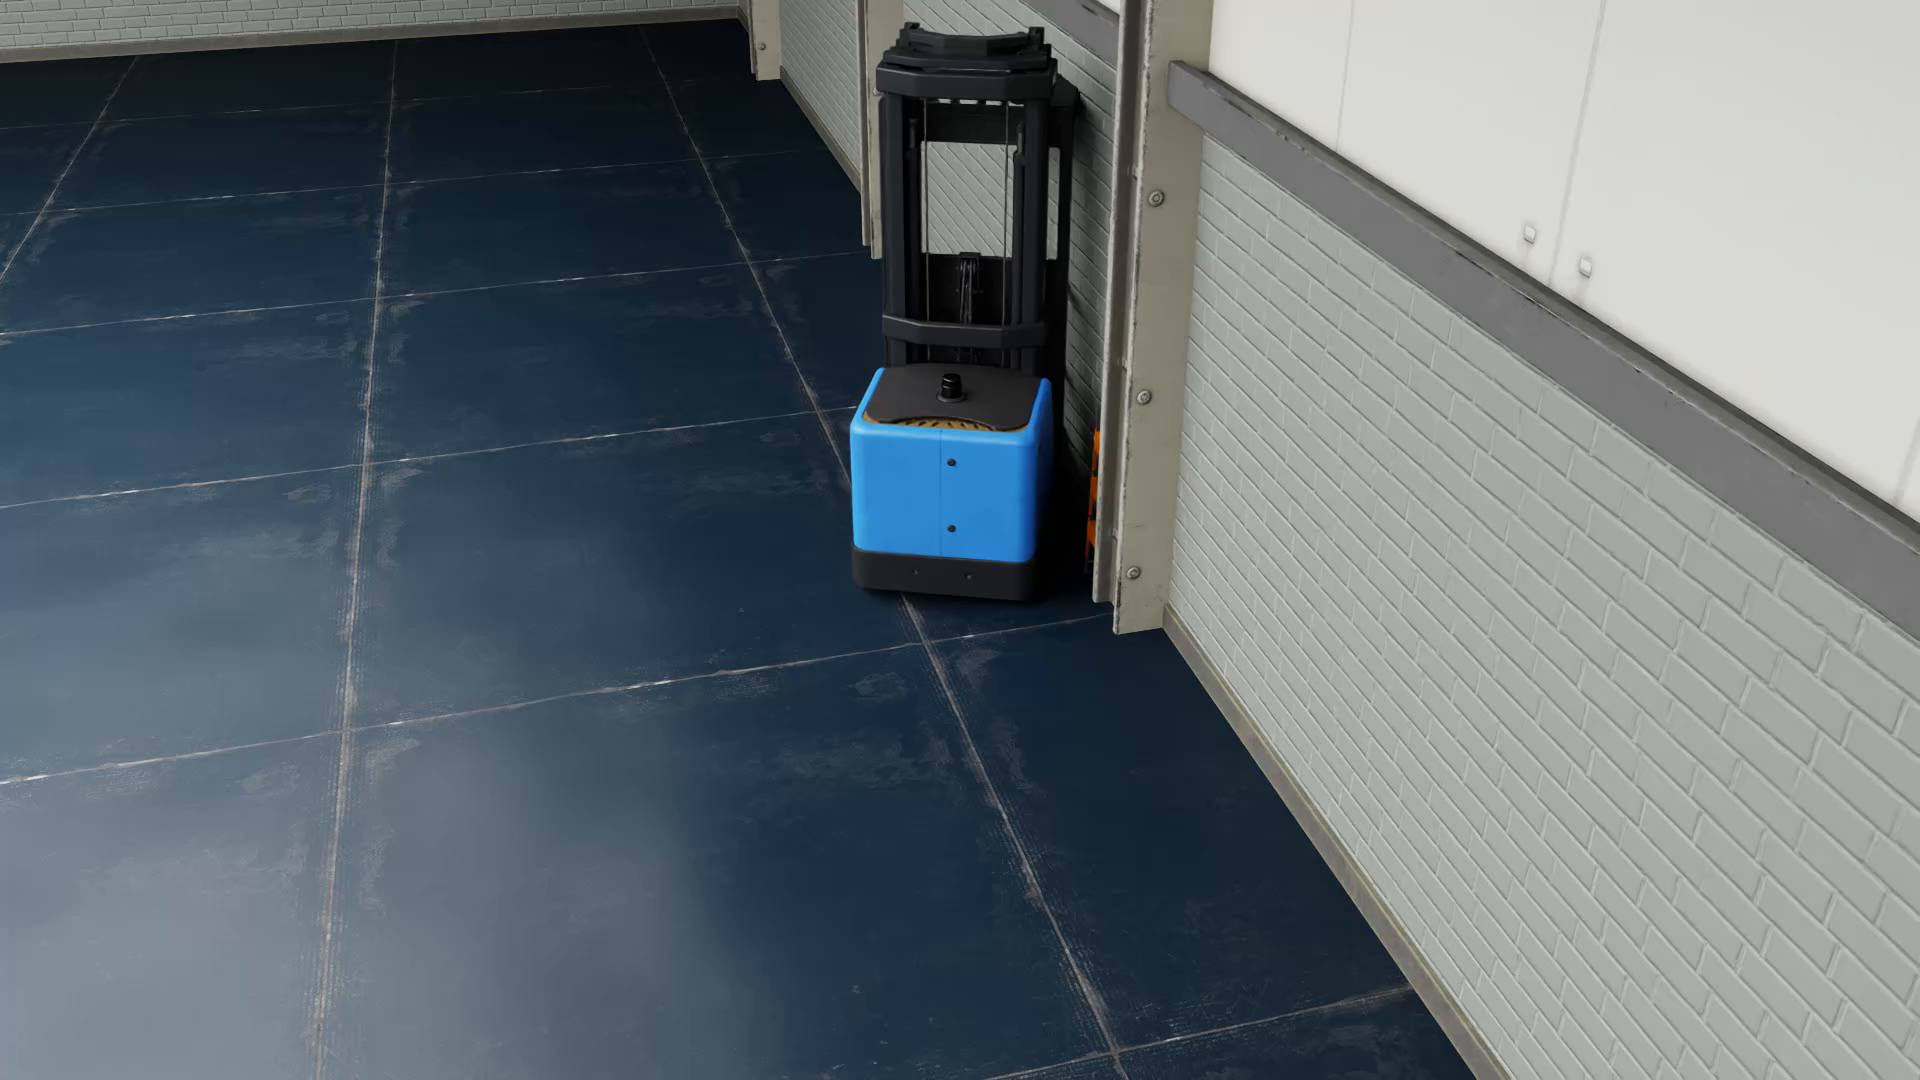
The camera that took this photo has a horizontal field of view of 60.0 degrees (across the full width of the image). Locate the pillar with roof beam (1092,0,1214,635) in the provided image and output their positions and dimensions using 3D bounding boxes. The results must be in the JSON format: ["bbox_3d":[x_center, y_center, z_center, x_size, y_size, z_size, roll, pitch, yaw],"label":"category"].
[{"bbox_3d":[-3.203,-2.921,6.045,9.100,9.000,0.400,-8,31,-13],"label":"pillar with roof beam"}]

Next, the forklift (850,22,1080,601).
[{"bbox_3d":[0.128,-1.650,9.906,1.130,2.935,3.031,4,30,8],"label":"forklift"}]

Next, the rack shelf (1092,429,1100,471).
[{"bbox_3d":[0.874,-0.456,9.169,0.215,0.259,0.240,-7,31,-15],"label":"rack shelf"}]

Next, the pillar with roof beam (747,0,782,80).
[{"bbox_3d":[-6.388,-8.717,16.059,9.100,9.000,0.400,-8,31,-13],"label":"pillar with roof beam"}]

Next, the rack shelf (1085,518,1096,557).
[{"bbox_3d":[0.857,0.032,9.446,0.215,0.259,0.240,-7,31,-15],"label":"rack shelf"}]

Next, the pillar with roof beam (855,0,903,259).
[{"bbox_3d":[-4.795,-5.819,11.052,9.100,9.000,0.400,-8,31,-13],"label":"pillar with roof beam"}]

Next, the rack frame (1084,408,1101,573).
[{"bbox_3d":[0.832,-0.277,9.405,0.200,1.050,0.008,-7,31,-15],"label":"rack frame"}]

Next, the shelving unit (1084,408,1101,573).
[{"bbox_3d":[0.866,-0.219,9.304,0.215,1.050,0.252,-7,31,-15],"label":"shelving unit"}]

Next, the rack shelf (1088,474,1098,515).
[{"bbox_3d":[0.865,-0.209,9.309,0.215,0.259,0.240,-7,31,-15],"label":"rack shelf"}]
